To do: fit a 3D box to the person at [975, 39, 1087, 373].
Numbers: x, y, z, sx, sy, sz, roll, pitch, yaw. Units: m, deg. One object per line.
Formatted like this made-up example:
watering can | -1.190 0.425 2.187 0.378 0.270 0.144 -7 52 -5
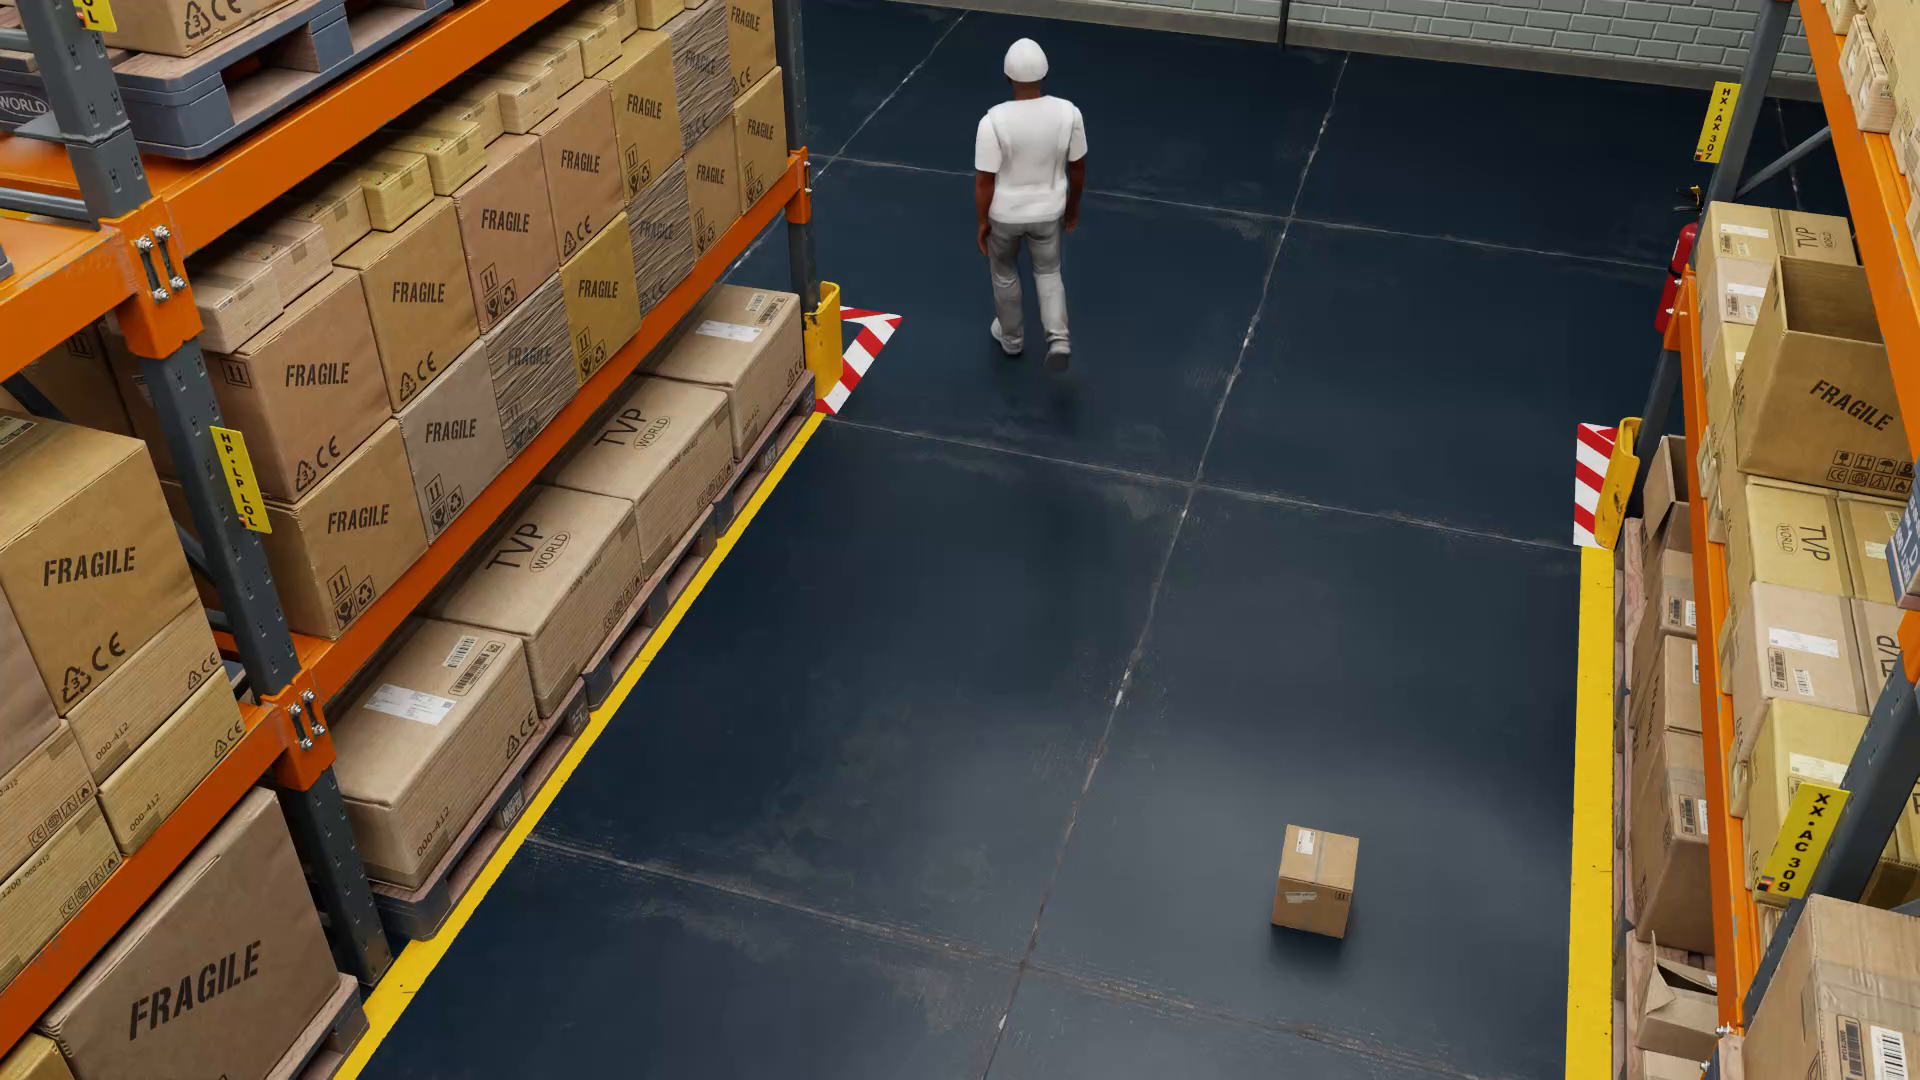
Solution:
person | 0.350 -1.634 8.299 0.576 1.747 0.799 -7 37 -9
